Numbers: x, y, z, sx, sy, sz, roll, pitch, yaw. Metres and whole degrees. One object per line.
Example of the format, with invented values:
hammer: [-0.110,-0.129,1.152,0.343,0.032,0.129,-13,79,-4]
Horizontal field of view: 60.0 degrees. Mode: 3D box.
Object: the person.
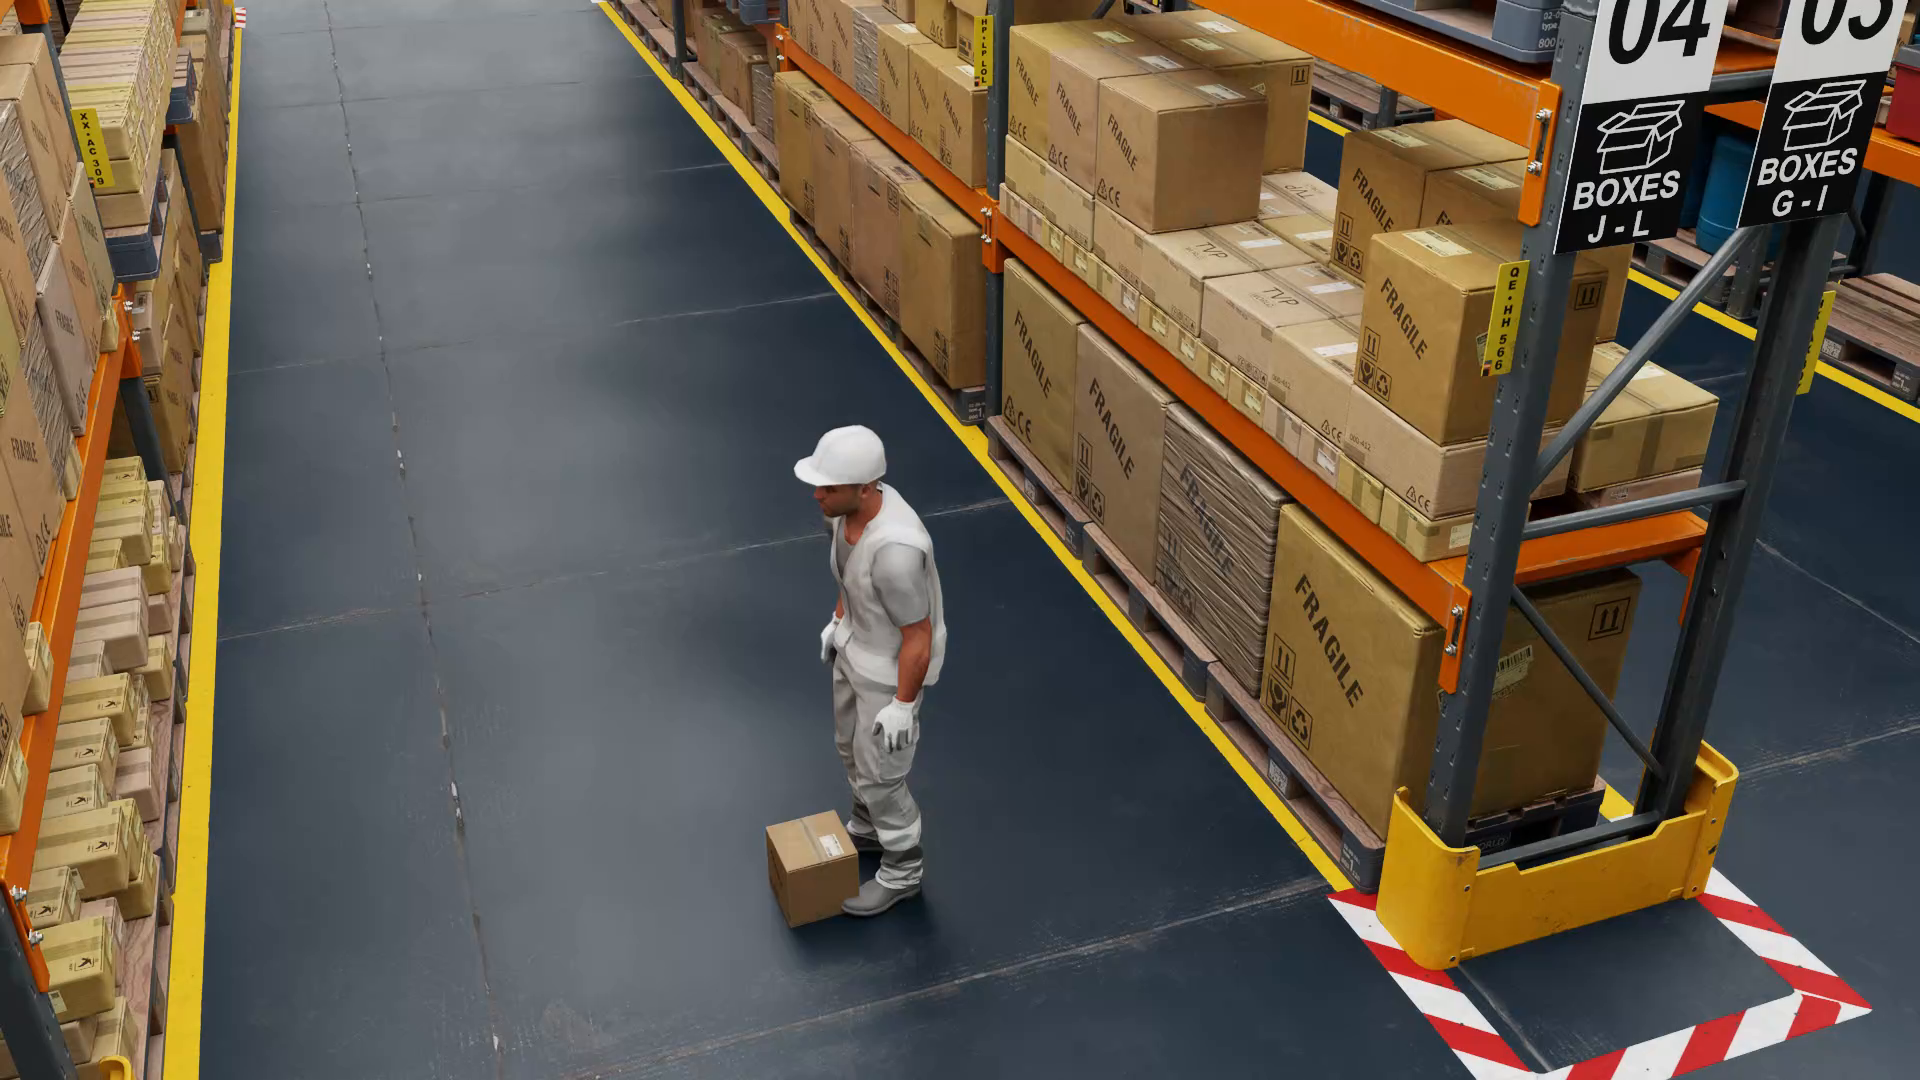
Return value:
person: [-0.289,0.418,5.377,0.452,1.778,0.613,-12,32,-21]
